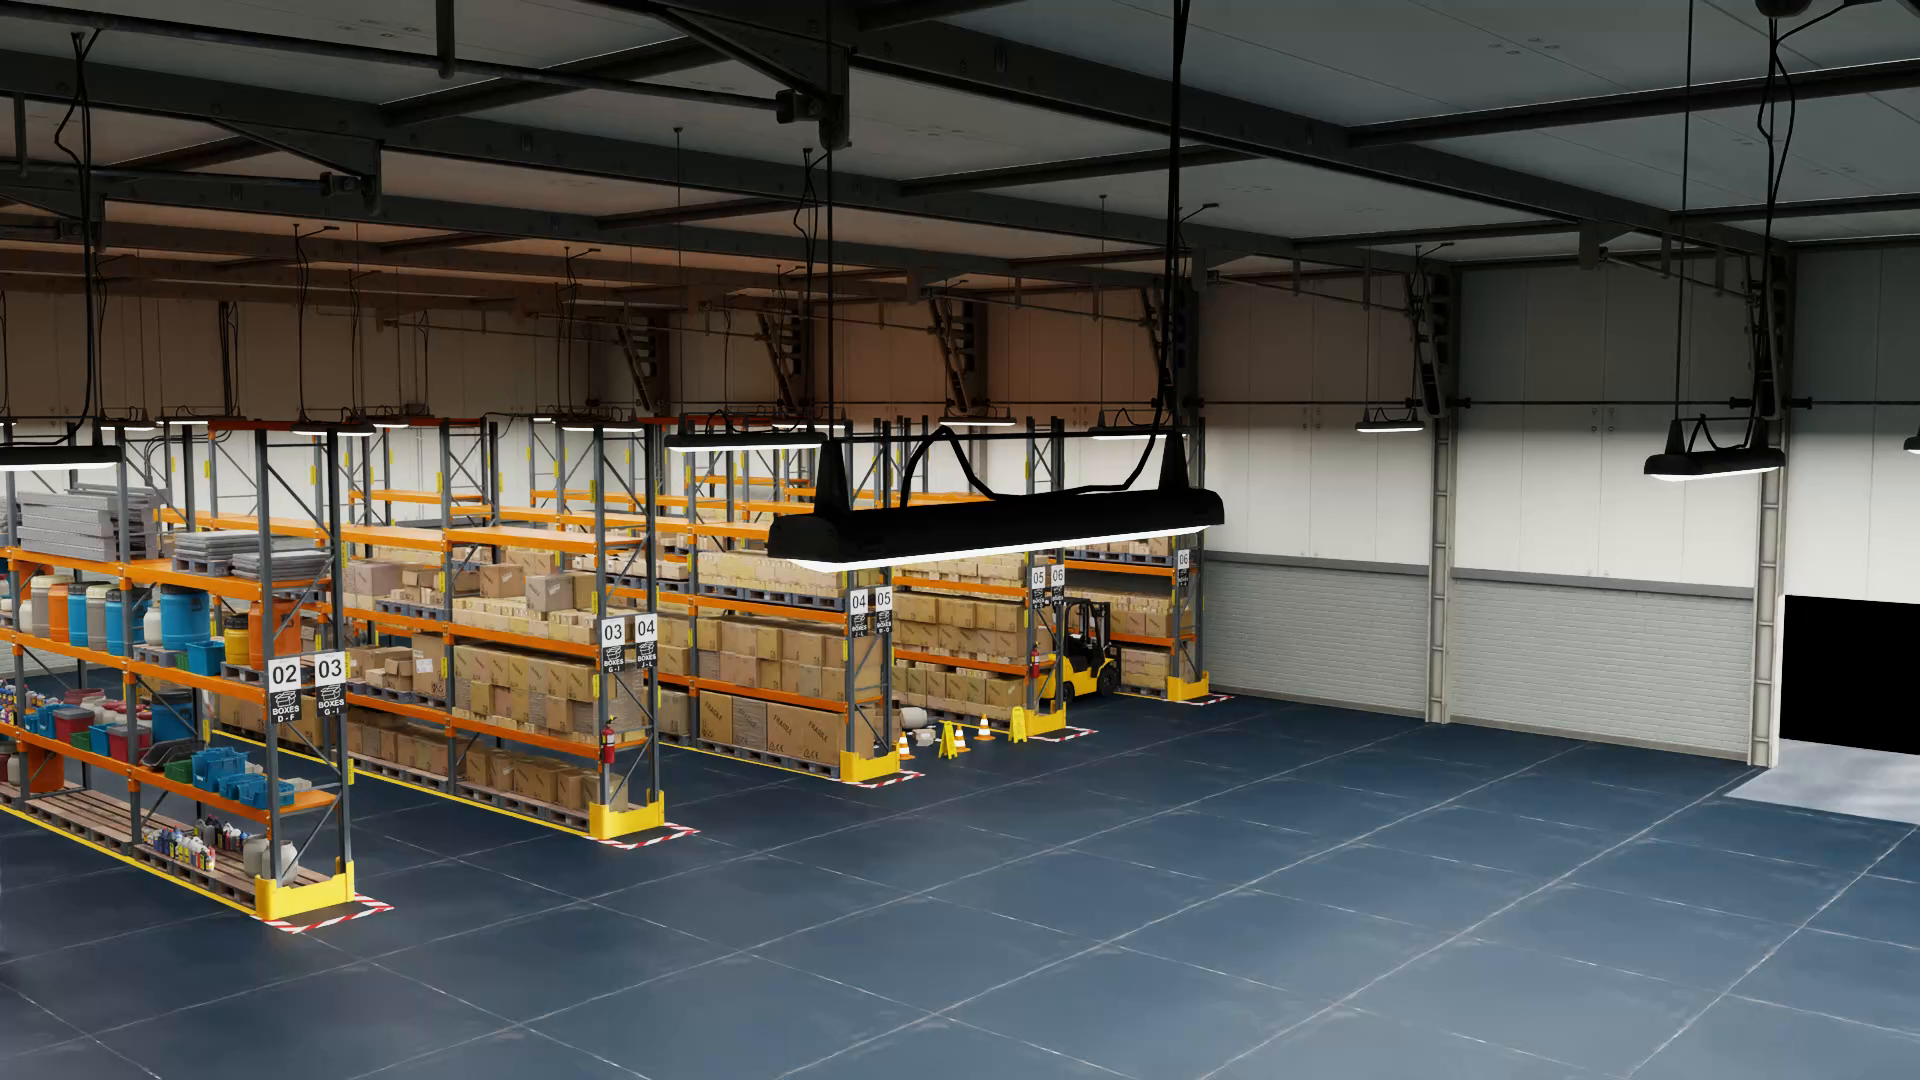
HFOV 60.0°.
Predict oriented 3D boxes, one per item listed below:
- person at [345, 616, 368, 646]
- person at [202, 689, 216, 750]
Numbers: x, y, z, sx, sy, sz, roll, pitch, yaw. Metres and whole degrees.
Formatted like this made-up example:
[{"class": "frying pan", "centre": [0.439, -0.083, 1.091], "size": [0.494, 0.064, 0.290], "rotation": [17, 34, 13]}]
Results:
[{"class": "person", "centre": [-15.104, 2.013, 41.662], "size": [0.623, 1.741, 0.841], "rotation": [-3, 6, -32]}, {"class": "person", "centre": [-13.483, 3.080, 29.725], "size": [0.441, 1.629, 0.355], "rotation": [4, 6, 37]}]
